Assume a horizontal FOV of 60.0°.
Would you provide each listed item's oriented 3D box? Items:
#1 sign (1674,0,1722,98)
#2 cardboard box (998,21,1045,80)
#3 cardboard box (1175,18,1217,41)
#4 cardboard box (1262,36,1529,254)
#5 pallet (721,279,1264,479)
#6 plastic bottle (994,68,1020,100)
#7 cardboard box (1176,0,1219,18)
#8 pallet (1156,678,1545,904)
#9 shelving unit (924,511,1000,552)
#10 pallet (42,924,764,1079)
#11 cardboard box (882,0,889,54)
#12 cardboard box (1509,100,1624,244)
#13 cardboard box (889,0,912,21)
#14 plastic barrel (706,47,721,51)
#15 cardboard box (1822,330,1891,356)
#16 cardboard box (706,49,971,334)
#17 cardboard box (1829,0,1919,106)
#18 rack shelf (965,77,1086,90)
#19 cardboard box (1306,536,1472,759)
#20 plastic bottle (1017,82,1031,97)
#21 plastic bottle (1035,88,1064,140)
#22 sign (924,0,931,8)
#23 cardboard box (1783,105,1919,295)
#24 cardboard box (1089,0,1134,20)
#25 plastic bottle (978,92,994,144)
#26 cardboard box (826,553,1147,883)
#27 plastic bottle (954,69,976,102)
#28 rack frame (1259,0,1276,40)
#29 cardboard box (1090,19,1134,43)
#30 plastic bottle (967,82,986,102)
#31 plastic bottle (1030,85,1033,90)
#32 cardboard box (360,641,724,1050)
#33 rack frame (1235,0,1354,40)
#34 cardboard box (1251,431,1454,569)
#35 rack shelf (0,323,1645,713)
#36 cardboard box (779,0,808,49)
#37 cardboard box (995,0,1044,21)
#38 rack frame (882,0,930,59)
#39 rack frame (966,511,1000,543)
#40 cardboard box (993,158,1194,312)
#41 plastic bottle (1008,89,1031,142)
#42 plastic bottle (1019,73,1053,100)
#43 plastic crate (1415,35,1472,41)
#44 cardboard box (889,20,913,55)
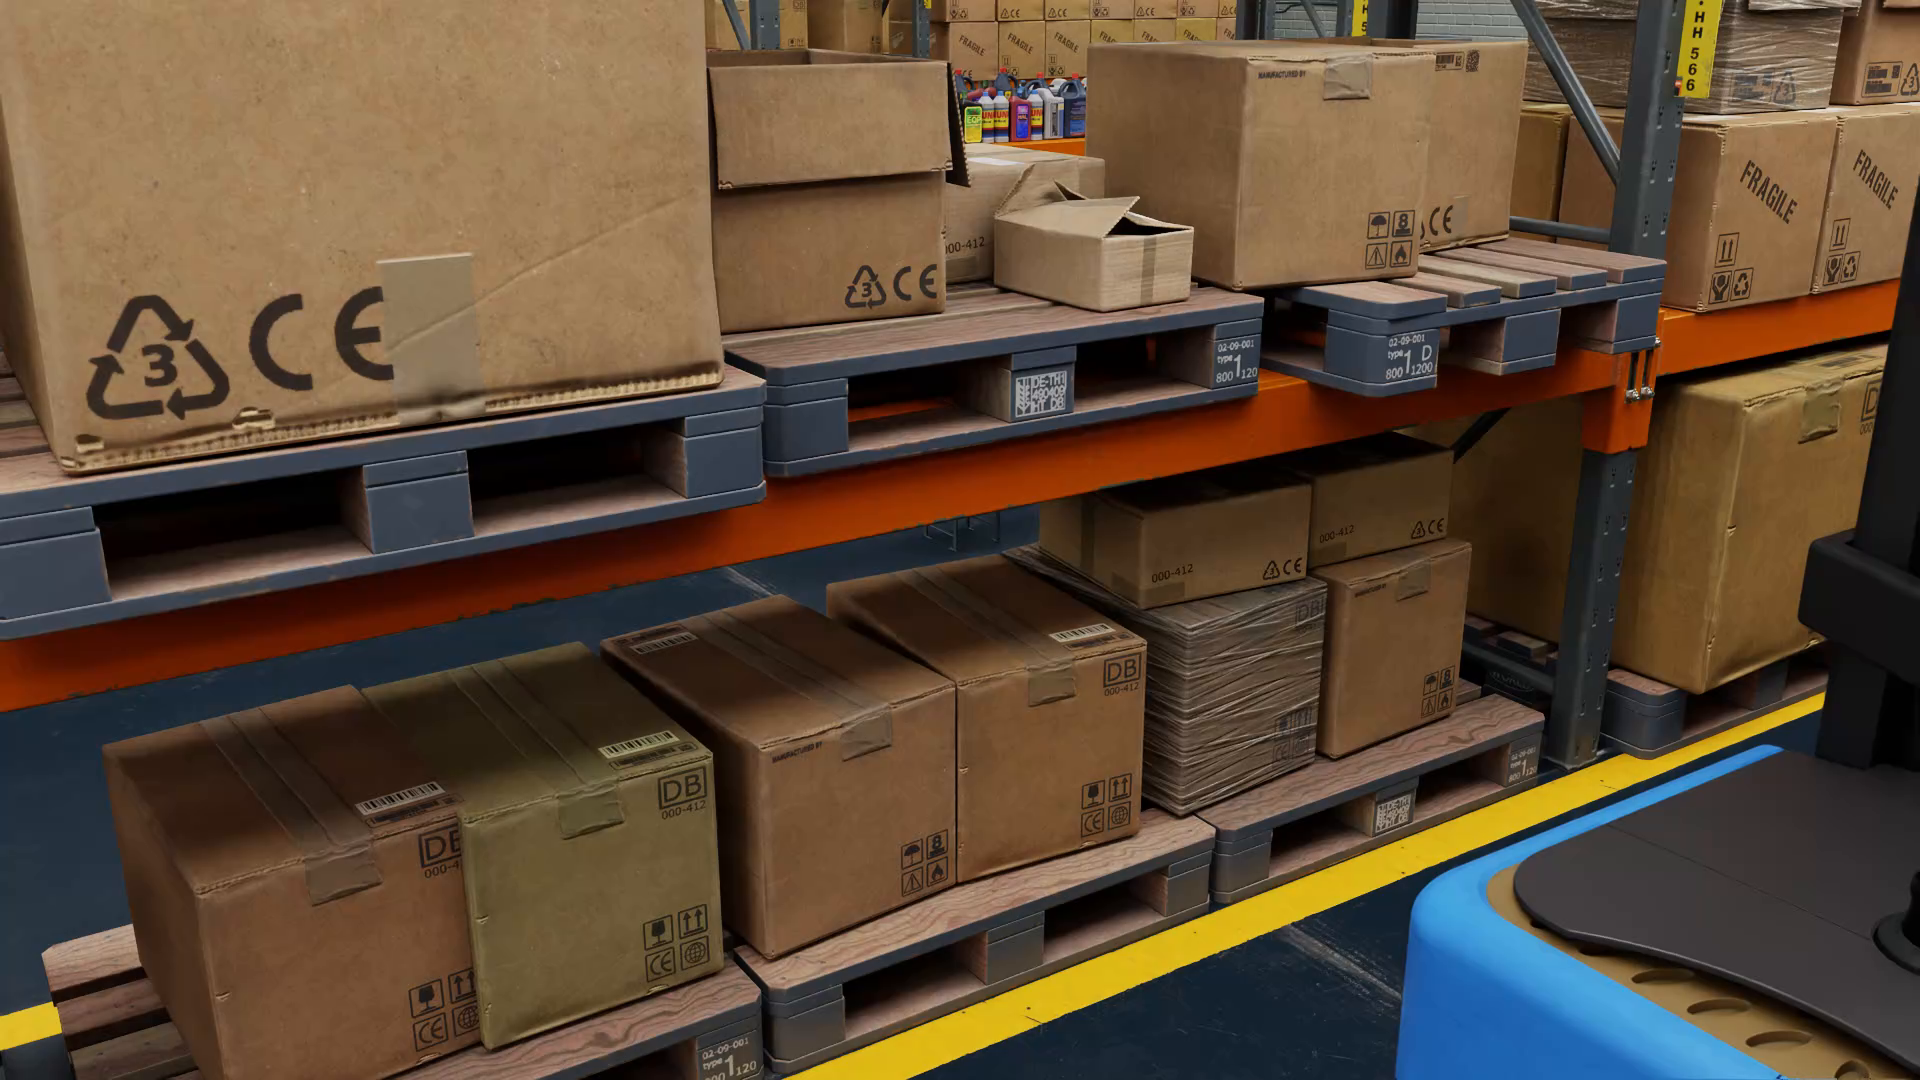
[{"bbox_3d":[1.828,-1.264,4.114,0.005,0.325,0.100,-12,22,-31],"label":"sign"},{"bbox_3d":[0.419,-4.406,14.939,0.500,0.500,0.500,-11,22,-30],"label":"cardboard box"},{"bbox_3d":[2.102,-4.759,15.982,0.500,0.500,0.500,-12,22,-31],"label":"cardboard box"},{"bbox_3d":[1.093,-1.037,4.315,0.500,0.500,0.500,-15,24,-38],"label":"cardboard box"},{"bbox_3d":[-0.109,-0.446,3.679,1.213,0.211,1.003,-12,22,-31],"label":"pallet"},{"bbox_3d":[0.277,-2.657,9.998,0.185,0.351,0.144,-12,22,-31],"label":"plastic bottle"},{"bbox_3d":[2.116,-5.235,15.830,0.500,0.500,0.500,-11,22,-30],"label":"cardboard box"},{"bbox_3d":[0.868,0.562,4.752,1.213,0.211,1.003,-12,22,-31],"label":"pallet"},{"bbox_3d":[0.007,-0.428,6.605,0.210,0.900,0.258,-12,22,-31],"label":"shelving unit"},{"bbox_3d":[-1.169,0.992,3.481,1.213,0.211,1.003,-12,22,-31],"label":"pallet"},{"bbox_3d":[-0.991,-6.198,19.927,0.700,0.700,0.980,-12,22,-32],"label":"cardboard box"},{"bbox_3d":[1.798,-1.097,5.149,0.500,0.500,0.500,-11,22,-30],"label":"cardboard box"},{"bbox_3d":[-0.303,-4.930,14.927,0.500,0.500,0.500,-12,22,-31],"label":"cardboard box"},{"bbox_3d":[-1.423,-2.122,8.127,0.708,0.536,0.600,-12,22,-31],"label":"plastic barrel"},{"bbox_3d":[2.858,-0.359,5.786,0.875,0.875,1.225,-12,22,-31],"label":"cardboard box"},{"bbox_3d":[-0.422,-0.769,3.520,0.637,0.503,0.797,-9,21,-26],"label":"cardboard box"},{"bbox_3d":[2.687,-1.657,5.240,0.637,0.503,0.797,-11,22,-30],"label":"cardboard box"},{"bbox_3d":[1.088,-4.262,15.793,4.000,0.370,1.077,-12,22,-31],"label":"rack shelf"},{"bbox_3d":[0.973,0.203,4.677,0.500,0.500,0.700,-13,23,-34],"label":"cardboard box"},{"bbox_3d":[0.380,-2.595,9.938,0.097,0.271,0.097,0,19,0],"label":"plastic bottle"},{"bbox_3d":[0.495,-2.396,9.342,0.135,0.276,0.152,-12,22,-31],"label":"plastic bottle"},{"bbox_3d":[-0.274,-4.652,14.013,0.005,0.325,0.100,-12,22,-31],"label":"sign"},{"bbox_3d":[2.507,-1.048,5.004,0.500,0.500,0.500,-13,22,-33],"label":"cardboard box"},{"bbox_3d":[1.257,-5.052,15.288,0.500,0.500,0.500,-11,22,-30],"label":"cardboard box"},{"bbox_3d":[0.139,-2.308,9.090,0.097,0.271,0.097,0,19,0],"label":"plastic bottle"},{"bbox_3d":[0.047,0.406,4.077,0.500,0.500,0.700,-10,21,-27],"label":"cardboard box"},{"bbox_3d":[0.011,-2.601,9.832,0.185,0.351,0.144,-12,22,-31],"label":"plastic bottle"},{"bbox_3d":[2.758,-4.956,16.719,0.127,3.000,1.000,-12,22,-31],"label":"rack frame"},{"bbox_3d":[1.262,-4.584,15.464,0.500,0.500,0.500,-12,22,-32],"label":"cardboard box"},{"bbox_3d":[0.089,-2.546,9.775,0.133,0.283,0.061,-12,22,-31],"label":"plastic bottle"},{"bbox_3d":[0.464,-2.668,10.153,0.097,0.271,0.097,0,19,0],"label":"plastic bottle"},{"bbox_3d":[-0.885,0.603,3.494,0.500,0.500,0.700,-12,22,-32],"label":"cardboard box"},{"bbox_3d":[2.139,-2.925,10.714,0.127,3.000,1.000,-12,22,-31],"label":"rack frame"},{"bbox_3d":[0.979,-0.149,4.549,0.500,0.250,0.500,-11,22,-29],"label":"cardboard box"},{"bbox_3d":[-0.148,-0.203,3.785,4.000,0.370,1.077,-12,22,-31],"label":"rack shelf"},{"bbox_3d":[-1.641,-4.336,14.074,0.500,0.500,0.700,-8,20,-23],"label":"cardboard box"},{"bbox_3d":[0.396,-4.871,14.751,0.500,0.500,0.500,-13,22,-33],"label":"cardboard box"},{"bbox_3d":[-0.583,-4.251,14.635,0.127,3.000,1.000,-12,22,-31],"label":"rack frame"},{"bbox_3d":[0.092,-0.446,6.658,0.006,0.900,0.240,-12,22,-31],"label":"rack frame"},{"bbox_3d":[0.278,-0.665,3.583,0.258,0.266,0.396,-13,22,-33],"label":"cardboard box"},{"bbox_3d":[0.327,-2.347,9.185,0.133,0.283,0.061,-12,22,-31],"label":"plastic bottle"},{"bbox_3d":[0.435,-2.476,9.461,0.185,0.351,0.144,-12,22,-31],"label":"plastic bottle"},{"bbox_3d":[3.022,-3.074,10.961,0.583,0.464,0.402,-12,22,-31],"label":"plastic crate"},{"bbox_3d":[-0.306,-4.455,15.083,0.500,0.500,0.500,-11,22,-31],"label":"cardboard box"}]
